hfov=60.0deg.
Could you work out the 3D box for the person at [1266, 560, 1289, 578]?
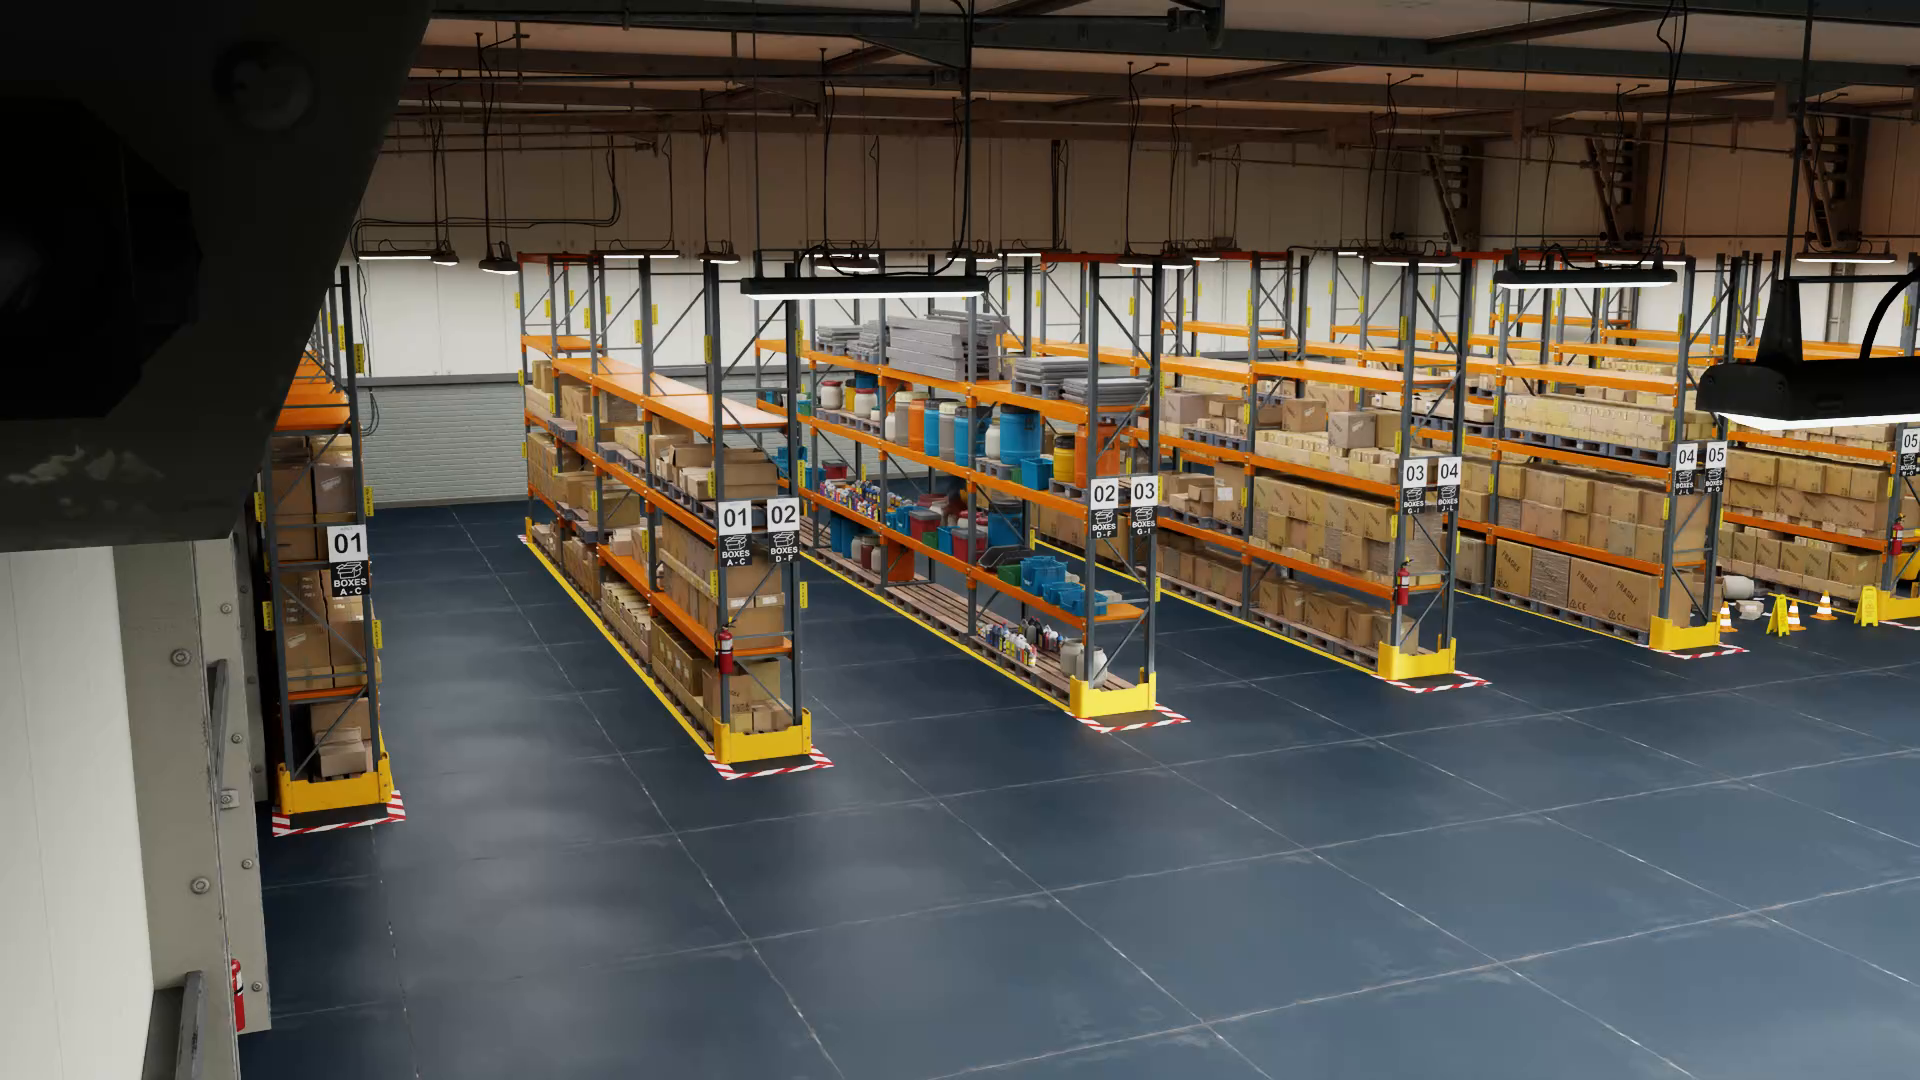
[{"bbox_3d":[6.002,-0.153,30.981,0.684,1.796,0.835,-5,12,-26],"label":"person"}]
